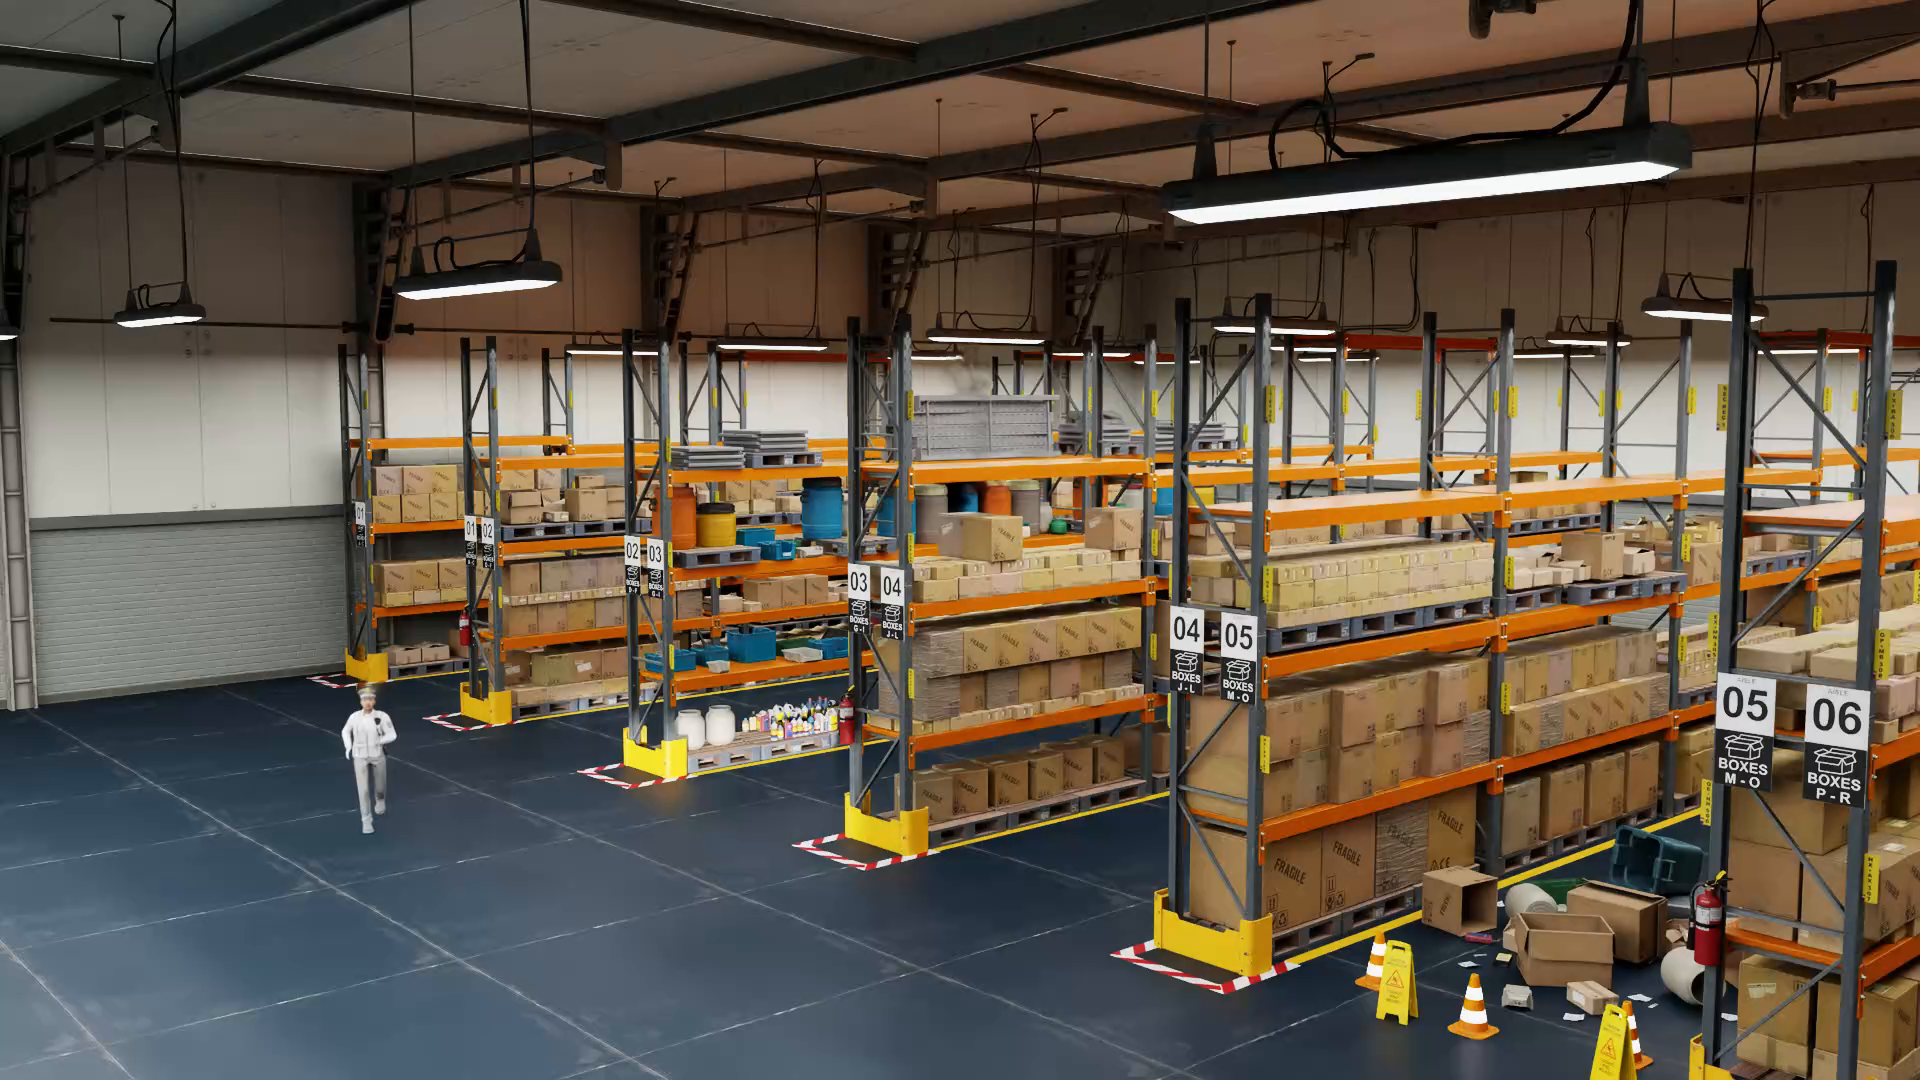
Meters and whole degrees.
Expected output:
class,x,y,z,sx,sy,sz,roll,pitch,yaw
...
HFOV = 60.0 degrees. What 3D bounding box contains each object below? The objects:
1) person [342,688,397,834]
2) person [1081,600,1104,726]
class,x,y,z,sx,sy,sz,roll,pitch,yaw
person,-6.983,2.564,19.659,0.625,1.667,0.843,-2,5,-16
person,2.046,1.805,24.784,0.631,1.917,0.732,4,6,36
